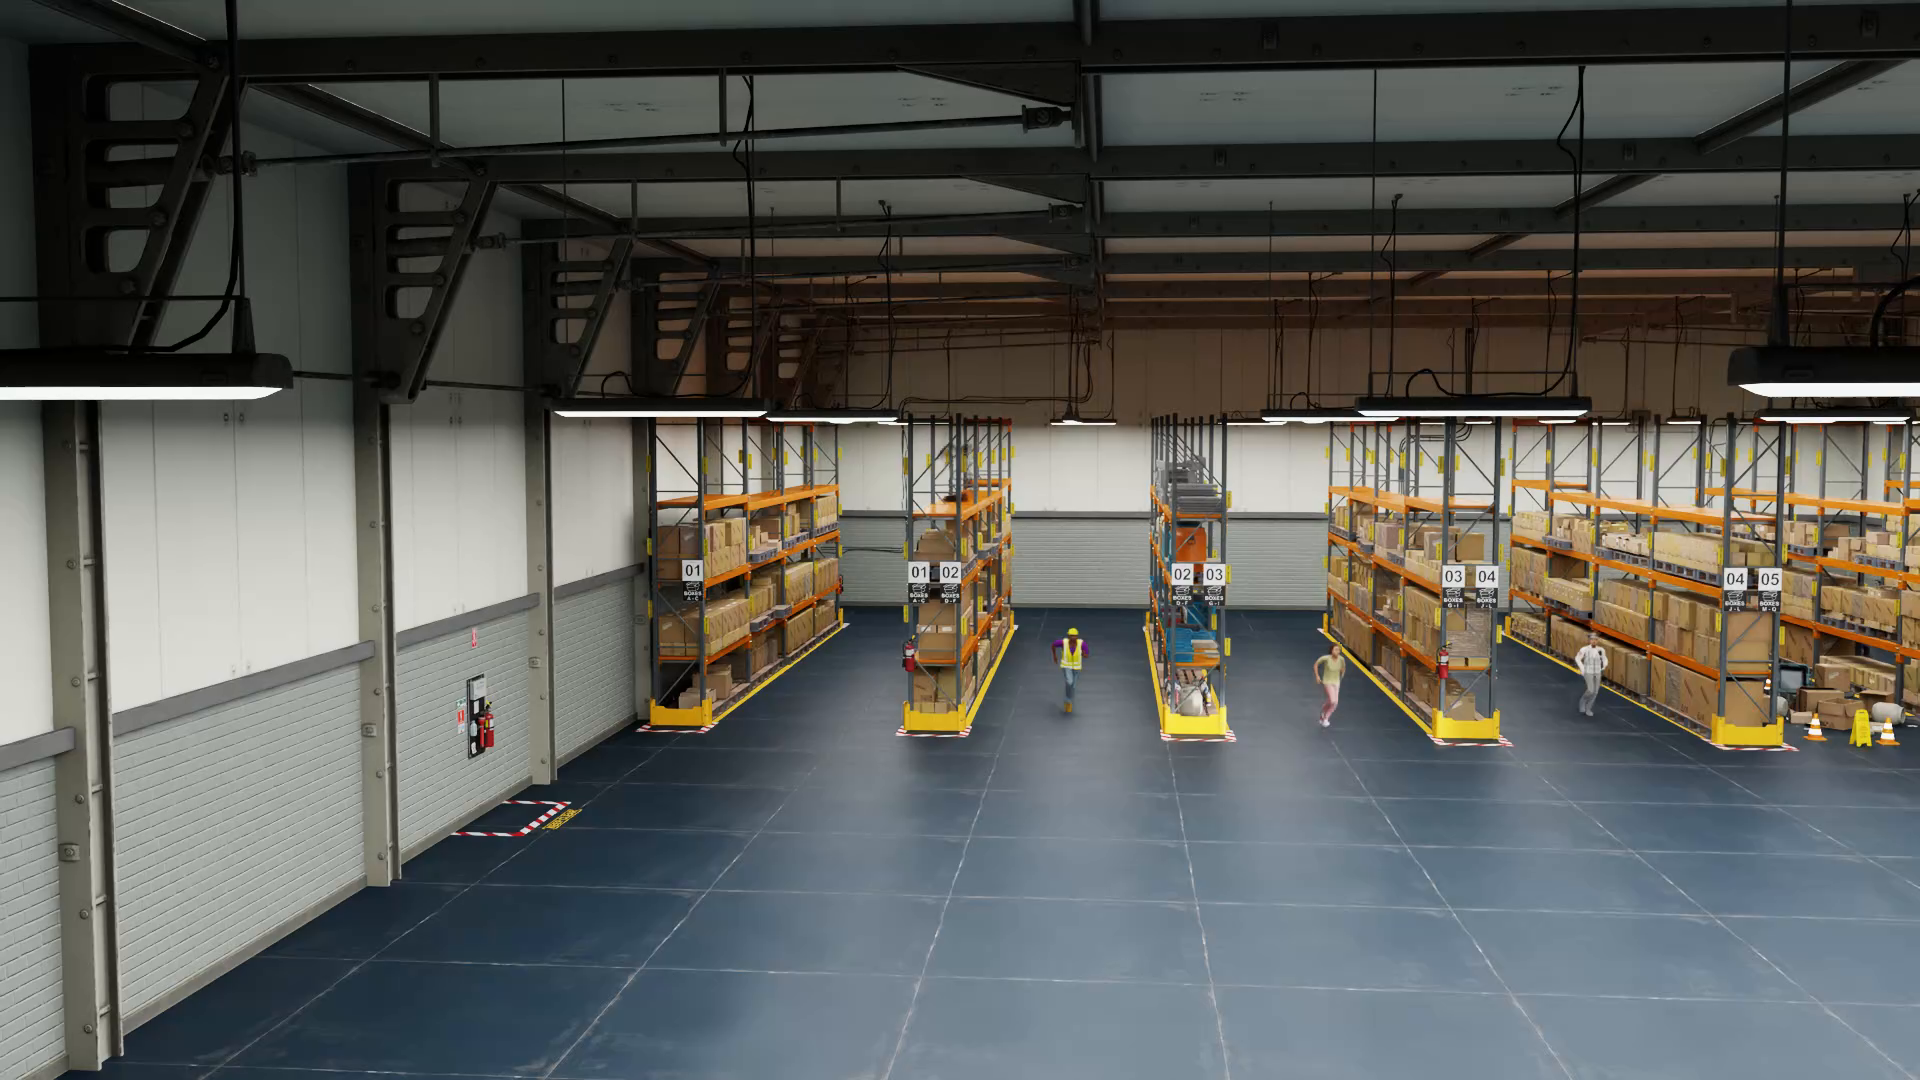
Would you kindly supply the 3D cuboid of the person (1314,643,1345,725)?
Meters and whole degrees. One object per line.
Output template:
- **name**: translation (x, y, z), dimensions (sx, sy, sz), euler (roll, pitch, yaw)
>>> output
- **person**: translation (7.116, 2.768, 31.824), dimensions (0.550, 1.602, 0.643), euler (-1, 4, -20)

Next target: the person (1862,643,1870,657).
- **person**: translation (21.968, 2.207, 40.705), dimensions (0.595, 1.647, 0.920), euler (0, 4, 3)

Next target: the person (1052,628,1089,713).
- **person**: translation (2.230, 2.607, 33.477), dimensions (0.684, 1.723, 0.919), euler (-1, 4, -13)

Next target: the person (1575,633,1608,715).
- **person**: translation (12.598, 2.667, 33.053), dimensions (0.598, 1.666, 0.544), euler (0, 4, 3)
